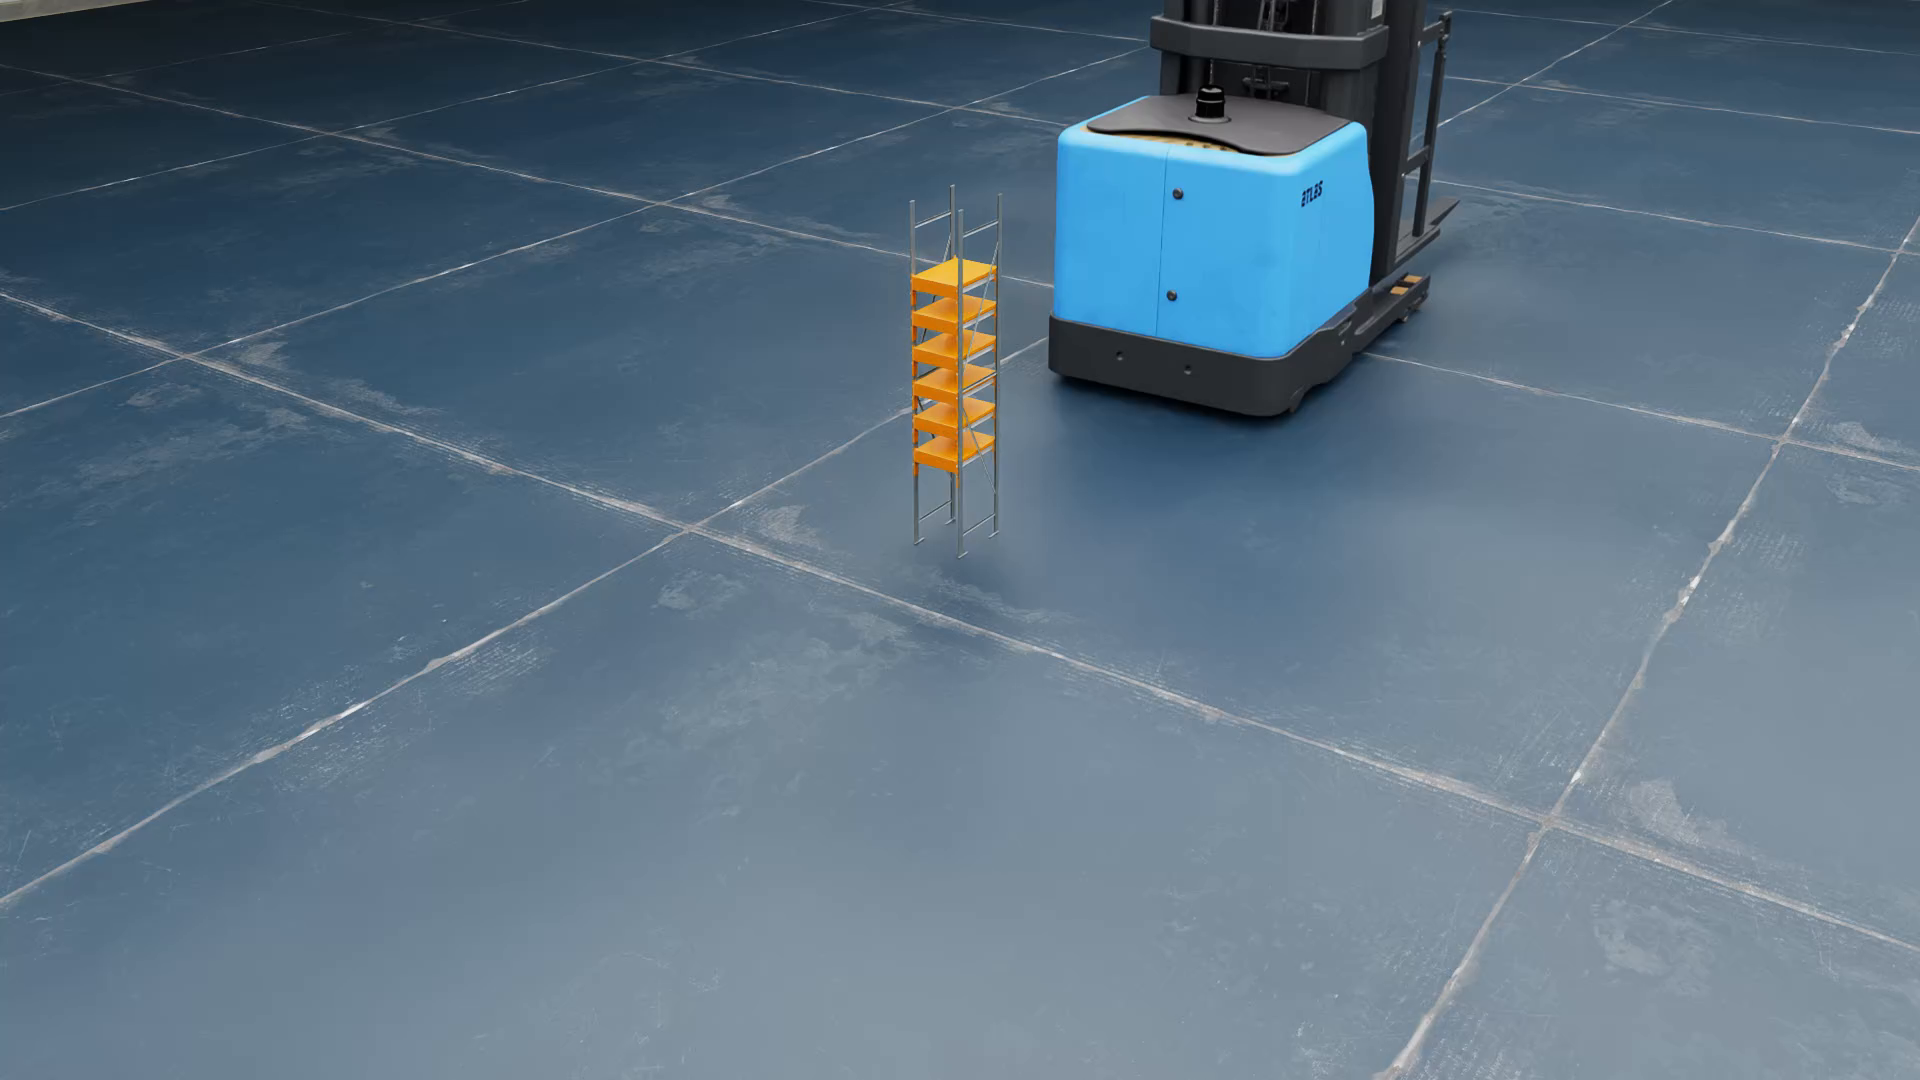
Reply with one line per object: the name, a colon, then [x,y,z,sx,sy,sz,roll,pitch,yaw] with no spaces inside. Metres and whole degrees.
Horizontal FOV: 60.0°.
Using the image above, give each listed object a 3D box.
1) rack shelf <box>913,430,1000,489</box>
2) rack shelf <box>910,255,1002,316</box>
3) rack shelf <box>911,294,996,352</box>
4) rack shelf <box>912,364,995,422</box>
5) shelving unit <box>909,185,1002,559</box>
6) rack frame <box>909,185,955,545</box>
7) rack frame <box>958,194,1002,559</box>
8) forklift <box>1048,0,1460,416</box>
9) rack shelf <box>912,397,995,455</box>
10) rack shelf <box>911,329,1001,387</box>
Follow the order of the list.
rack shelf: [-0.012,-0.285,5.614,0.180,0.103,0.258,17,32,30]
rack shelf: [-0.012,-0.820,5.342,0.180,0.103,0.258,17,32,30]
rack shelf: [-0.012,-0.713,5.396,0.180,0.103,0.258,17,32,30]
rack shelf: [-0.012,-0.499,5.505,0.180,0.103,0.258,17,32,30]
shelving unit: [-0.012,-0.538,5.485,0.189,1.200,0.258,17,32,30]
rack frame: [-0.087,-0.562,5.531,0.006,1.200,0.240,17,32,30]
rack frame: [0.063,-0.515,5.439,0.006,1.200,0.240,17,32,30]
forklift: [1.572,-2.419,7.272,1.130,2.935,3.031,16,31,28]
rack shelf: [-0.012,-0.392,5.560,0.180,0.103,0.258,17,32,30]
rack shelf: [-0.012,-0.606,5.451,0.180,0.103,0.258,17,32,30]
